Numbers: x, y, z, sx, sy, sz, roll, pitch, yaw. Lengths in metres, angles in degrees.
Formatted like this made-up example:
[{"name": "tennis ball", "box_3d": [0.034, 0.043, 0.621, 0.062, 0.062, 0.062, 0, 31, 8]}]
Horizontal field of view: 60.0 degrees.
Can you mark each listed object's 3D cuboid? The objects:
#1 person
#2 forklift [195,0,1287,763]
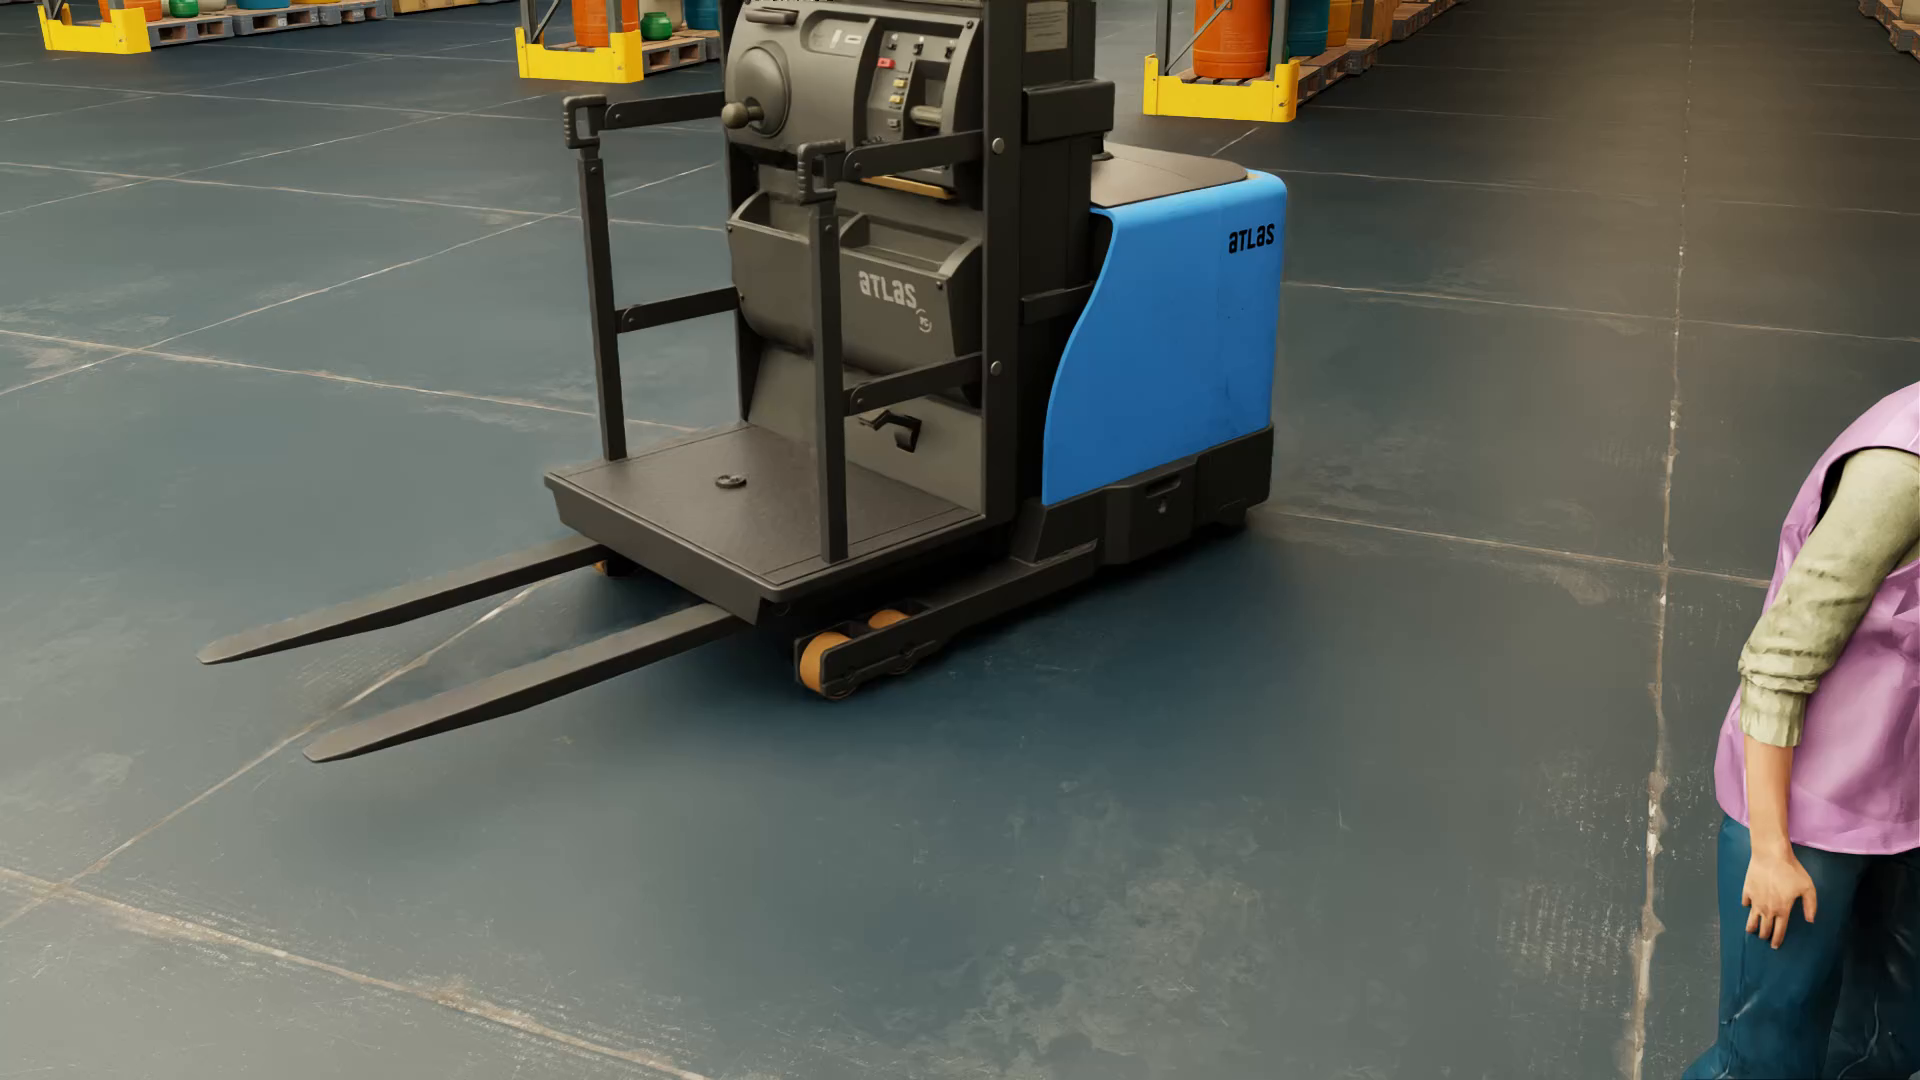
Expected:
[{"name": "person", "box_3d": [1.166, 0.370, 2.147, 0.480, 1.591, 0.346, -10, 25, -22]}, {"name": "forklift", "box_3d": [-0.448, -1.181, 4.119, 3.031, 2.935, 1.130, -20, 30, -39]}]
